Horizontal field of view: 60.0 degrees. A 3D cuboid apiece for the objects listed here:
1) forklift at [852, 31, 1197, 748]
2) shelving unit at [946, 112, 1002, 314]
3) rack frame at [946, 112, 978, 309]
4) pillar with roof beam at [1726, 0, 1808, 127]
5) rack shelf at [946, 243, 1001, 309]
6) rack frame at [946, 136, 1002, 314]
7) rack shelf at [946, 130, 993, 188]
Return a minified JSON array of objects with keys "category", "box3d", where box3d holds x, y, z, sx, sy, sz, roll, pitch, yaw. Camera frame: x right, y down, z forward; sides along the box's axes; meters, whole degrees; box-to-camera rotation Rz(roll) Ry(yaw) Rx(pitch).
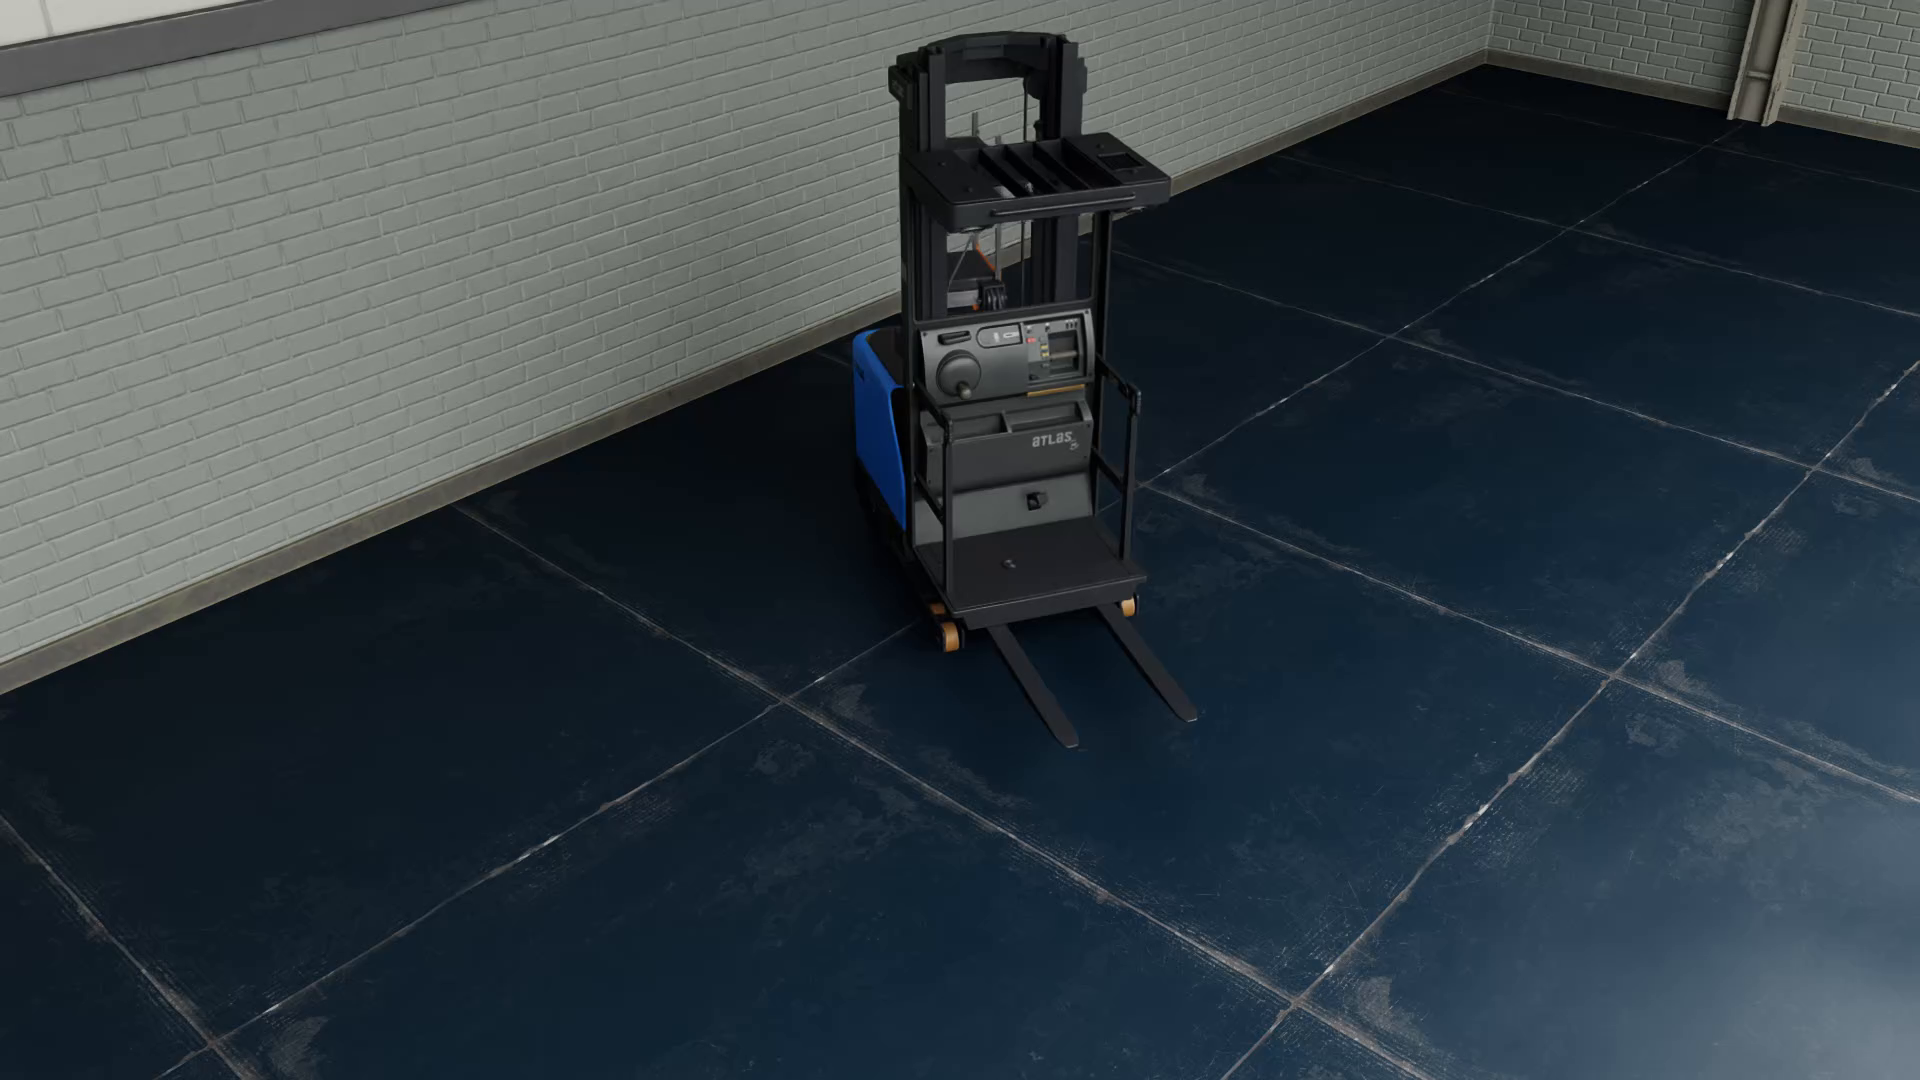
[{"category":"forklift","box3d":[0.319,-0.902,8.350,1.130,2.935,3.031,-10,32,-16]},{"category":"shelving unit","box3d":[-0.020,-1.472,10.098,0.431,2.100,0.503,-8,31,-13]},{"category":"rack frame","box3d":[-0.084,-1.591,10.301,0.400,2.100,0.015,-8,31,-13]},{"category":"pillar with roof beam","box3d":[5.073,-6.441,11.669,0.400,9.000,9.100,25,39,35]},{"category":"rack shelf","box3d":[-0.020,-1.460,10.105,0.431,0.518,0.480,-8,31,-13]},{"category":"rack frame","box3d":[0.044,-1.353,9.895,0.400,2.100,0.015,-8,31,-13]},{"category":"rack shelf","box3d":[-0.022,-2.064,9.751,0.431,0.518,0.480,-8,31,-13]}]
